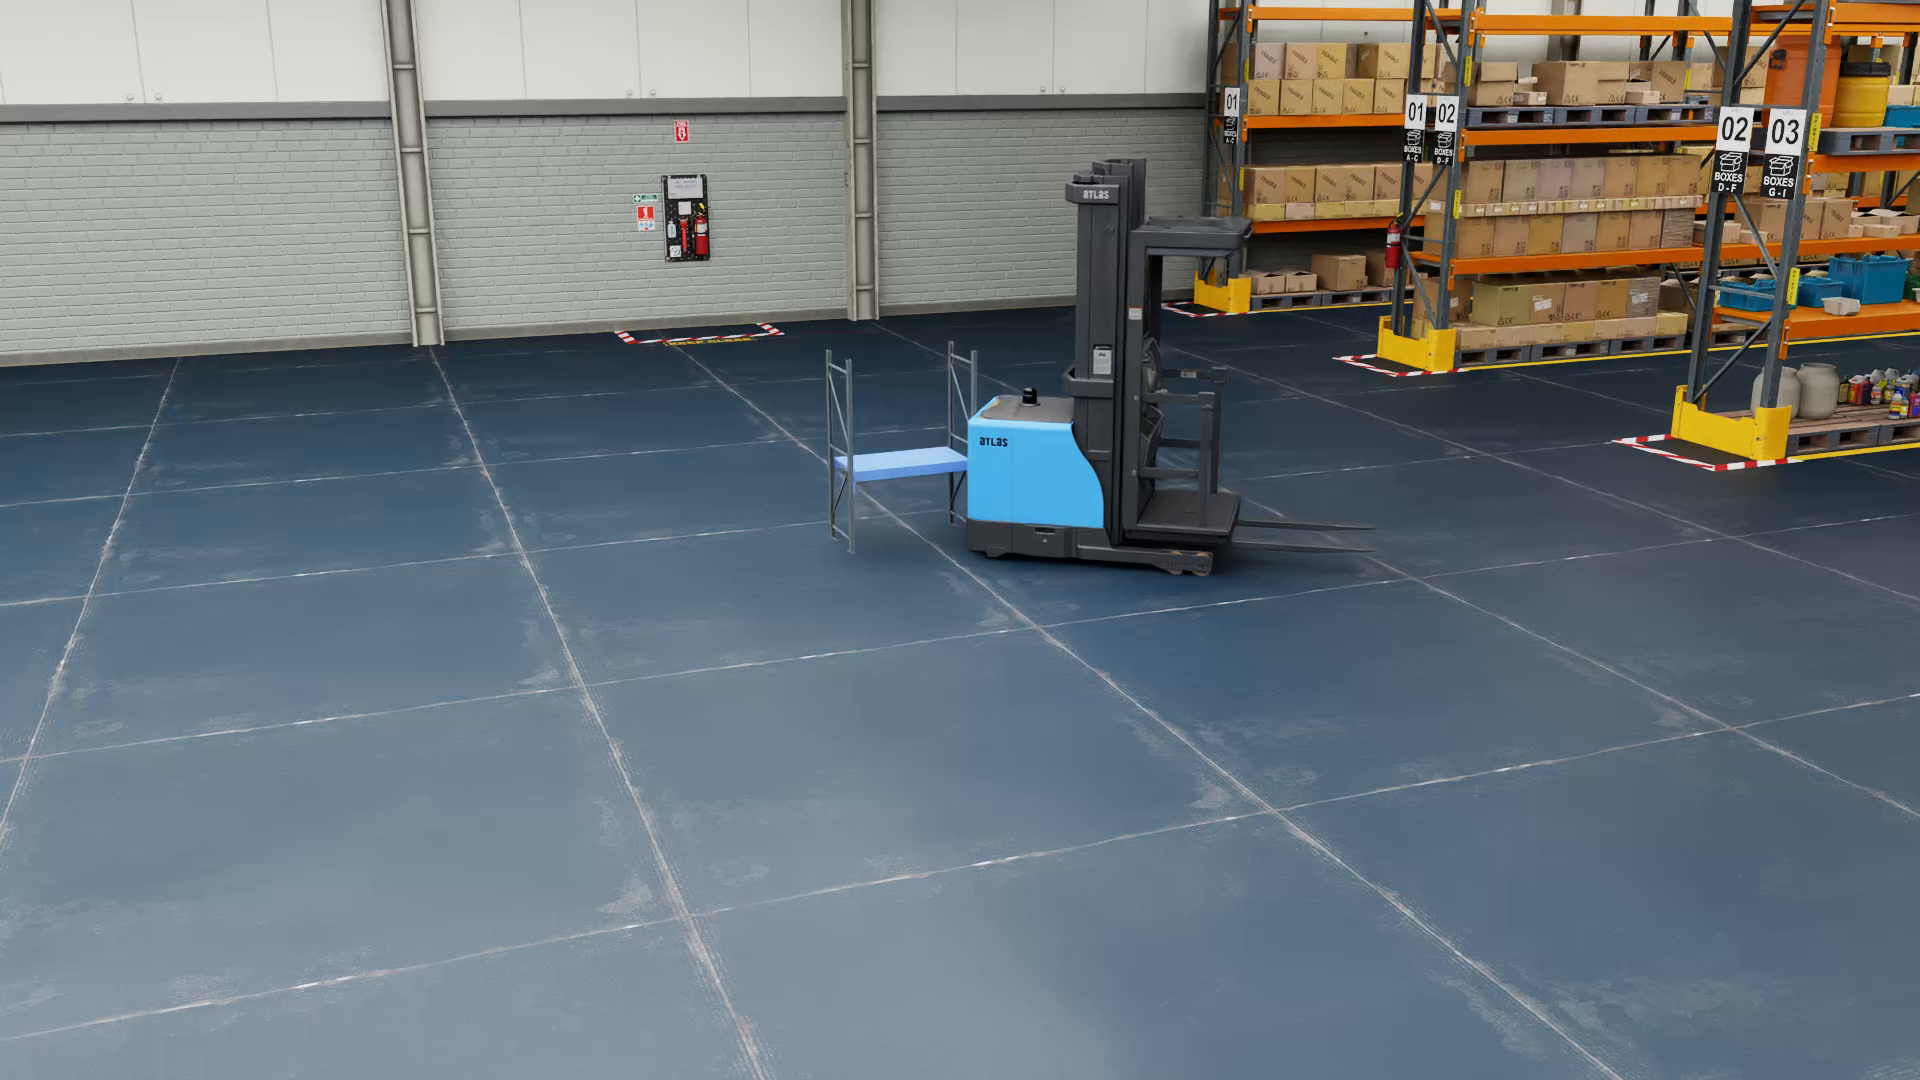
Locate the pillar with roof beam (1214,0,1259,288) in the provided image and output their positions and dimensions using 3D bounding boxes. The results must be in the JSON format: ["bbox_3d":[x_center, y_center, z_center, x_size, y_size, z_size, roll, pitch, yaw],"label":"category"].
[{"bbox_3d":[5.746,-6.979,20.893,0.400,9.000,9.100,-6,17,-20],"label":"pillar with roof beam"}]

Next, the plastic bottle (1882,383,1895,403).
[{"bbox_3d":[9.577,-1.520,17.137,0.097,0.201,0.097,0,16,0],"label":"plastic bottle"}]

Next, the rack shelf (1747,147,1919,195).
[{"bbox_3d":[9.274,-3.624,16.070,4.000,0.370,1.077,-6,17,-20],"label":"rack shelf"}]

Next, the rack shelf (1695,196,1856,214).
[{"bbox_3d":[13.200,-5.598,28.115,4.000,0.370,1.077,-6,17,-20],"label":"rack shelf"}]

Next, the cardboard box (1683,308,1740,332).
[{"bbox_3d":[9.838,-2.893,21.761,0.500,0.250,0.500,-7,18,-21],"label":"cardboard box"}]

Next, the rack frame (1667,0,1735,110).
[{"bbox_3d":[9.373,-6.914,20.671,0.127,3.000,1.000,-6,17,-20],"label":"rack frame"}]

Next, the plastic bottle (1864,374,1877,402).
[{"bbox_3d":[9.340,-1.566,17.159,0.135,0.276,0.152,-7,18,-22],"label":"plastic bottle"}]

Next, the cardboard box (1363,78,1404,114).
[{"bbox_3d":[6.233,-6.606,24.733,0.500,0.500,0.500,-7,18,-22],"label":"cardboard box"}]

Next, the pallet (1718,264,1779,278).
[{"bbox_3d":[13.233,-4.585,28.338,1.213,0.211,1.003,-6,17,-20],"label":"pallet"}]

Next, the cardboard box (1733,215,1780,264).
[{"bbox_3d":[13.678,-5.125,28.297,0.750,0.750,0.750,-6,17,-18],"label":"cardboard box"}]

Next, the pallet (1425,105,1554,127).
[{"bbox_3d":[6.307,-5.094,19.953,1.213,0.211,1.003,-6,17,-20],"label":"pallet"}]

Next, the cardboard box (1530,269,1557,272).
[{"bbox_3d":[9.234,-4.535,26.873,0.500,0.500,0.700,-6,17,-19],"label":"cardboard box"}]

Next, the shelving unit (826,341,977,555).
[{"bbox_3d":[-0.449,-0.729,12.920,1.048,1.500,0.538,-7,18,-22],"label":"shelving unit"}]

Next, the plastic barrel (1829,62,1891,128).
[{"bbox_3d":[8.426,-4.208,15.701,0.600,0.588,0.600,0,16,0],"label":"plastic barrel"}]

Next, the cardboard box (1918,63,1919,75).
[{"bbox_3d":[16.311,-8.173,28.295,0.500,0.500,0.500,-7,18,-21],"label":"cardboard box"}]

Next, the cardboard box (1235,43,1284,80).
[{"bbox_3d":[4.308,-6.887,23.915,0.500,0.500,0.500,-8,18,-24],"label":"cardboard box"}]

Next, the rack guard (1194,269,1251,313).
[{"bbox_3d":[3.933,-3.743,24.959,0.348,0.500,1.175,-6,17,-20],"label":"rack guard"}]

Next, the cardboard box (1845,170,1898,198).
[{"bbox_3d":[15.580,-6.339,28.830,0.700,0.700,0.980,-6,17,-19],"label":"cardboard box"}]

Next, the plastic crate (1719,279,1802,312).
[{"bbox_3d":[7.767,-2.386,16.165,0.616,0.251,0.499,-6,17,-20],"label":"plastic crate"}]

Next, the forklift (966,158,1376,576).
[{"bbox_3d":[1.618,-1.307,12.347,3.031,2.935,1.130,4,17,13],"label":"forklift"}]

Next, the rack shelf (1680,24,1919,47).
[{"bbox_3d":[11.241,-6.579,21.516,4.000,0.370,1.077,-6,17,-20],"label":"rack shelf"}]

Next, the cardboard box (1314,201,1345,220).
[{"bbox_3d":[5.389,-4.944,24.842,0.500,0.250,0.500,-6,18,-21],"label":"cardboard box"}]

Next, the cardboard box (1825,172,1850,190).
[{"bbox_3d":[14.726,-6.232,28.257,0.500,0.500,0.500,-6,18,-21],"label":"cardboard box"}]

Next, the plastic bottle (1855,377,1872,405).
[{"bbox_3d":[9.249,-1.527,17.015,0.133,0.283,0.061,-6,17,-20],"label":"plastic bottle"}]

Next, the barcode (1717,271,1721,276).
[{"bbox_3d":[9.760,-3.424,21.386,0.075,0.075,0.001,-6,17,-20],"label":"barcode"}]

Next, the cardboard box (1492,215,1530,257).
[{"bbox_3d":[6.567,-3.778,20.463,0.500,0.500,0.700,-6,17,-19],"label":"cardboard box"}]

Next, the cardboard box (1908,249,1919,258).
[{"bbox_3d":[16.753,-5.297,29.502,0.500,0.500,0.700,-6,17,-19],"label":"cardboard box"}]

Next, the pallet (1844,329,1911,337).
[{"bbox_3d":[12.326,-3.028,23.035,1.213,0.211,1.003,-6,17,-20],"label":"pallet"}]

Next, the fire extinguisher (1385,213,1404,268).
[{"bbox_3d":[5.361,-3.705,20.530,0.183,0.674,0.296,-6,17,-20],"label":"fire extinguisher"}]

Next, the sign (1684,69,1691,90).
[{"bbox_3d":[11.524,-7.286,26.345,0.005,0.325,0.100,-6,17,-20],"label":"sign"}]

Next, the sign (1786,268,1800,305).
[{"bbox_3d":[7.600,-2.316,15.171,0.005,0.325,0.100,-6,17,-20],"label":"sign"}]

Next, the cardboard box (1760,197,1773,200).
[{"bbox_3d":[13.399,-5.785,27.885,0.250,0.149,0.380,-6,17,-18],"label":"cardboard box"}]

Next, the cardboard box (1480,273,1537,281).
[{"bbox_3d":[6.961,-3.111,21.173,0.500,0.500,0.500,-6,17,-20],"label":"cardboard box"}]

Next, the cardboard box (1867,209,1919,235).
[{"bbox_3d":[12.753,-4.371,22.817,0.500,0.311,0.500,-5,17,-17],"label":"cardboard box"}]

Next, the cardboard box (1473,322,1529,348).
[{"bbox_3d":[6.684,-2.561,20.631,0.500,0.250,0.500,-6,17,-20],"label":"cardboard box"}]

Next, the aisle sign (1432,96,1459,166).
[{"bbox_3d":[5.686,-4.792,19.480,0.004,0.787,0.394,-6,17,-20],"label":"aisle sign"}]

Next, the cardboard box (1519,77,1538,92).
[{"bbox_3d":[7.138,-5.539,20.477,0.500,0.311,0.500,-4,17,-14],"label":"cardboard box"}]

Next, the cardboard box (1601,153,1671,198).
[{"bbox_3d":[8.490,-4.608,20.987,0.500,0.500,0.700,-6,17,-20],"label":"cardboard box"}]

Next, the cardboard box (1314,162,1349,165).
[{"bbox_3d":[5.651,-5.488,25.364,0.500,0.500,0.500,-6,17,-19],"label":"cardboard box"}]

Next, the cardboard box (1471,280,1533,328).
[{"bbox_3d":[6.684,-2.921,20.524,0.500,0.500,0.500,-6,17,-20],"label":"cardboard box"}]

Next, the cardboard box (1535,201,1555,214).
[{"bbox_3d":[7.045,-4.079,20.336,0.250,0.149,0.380,-7,18,-22],"label":"cardboard box"}]

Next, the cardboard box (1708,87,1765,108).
[{"bbox_3d":[9.952,-5.664,21.259,0.500,0.250,0.500,-4,17,-14],"label":"cardboard box"}]

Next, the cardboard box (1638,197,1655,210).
[{"bbox_3d":[8.476,-4.233,20.860,0.250,0.149,0.380,-6,17,-20],"label":"cardboard box"}]

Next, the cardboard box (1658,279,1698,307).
[{"bbox_3d":[9.649,-3.303,22.162,0.500,0.311,0.500,-6,17,-20],"label":"cardboard box"}]

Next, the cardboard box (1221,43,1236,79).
[{"bbox_3d":[4.171,-7.024,24.382,0.500,0.500,0.500,-5,17,-18],"label":"cardboard box"}]

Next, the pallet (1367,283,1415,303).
[{"bbox_3d":[6.983,-3.924,26.084,1.213,0.211,1.003,-6,17,-20],"label":"pallet"}]

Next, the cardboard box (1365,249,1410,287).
[{"bbox_3d":[6.642,-4.235,25.852,0.500,0.500,0.500,-8,18,-24],"label":"cardboard box"}]

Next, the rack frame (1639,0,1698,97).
[{"bbox_3d":[11.332,-8.620,26.482,0.127,3.000,1.000,-6,17,-20],"label":"rack frame"}]

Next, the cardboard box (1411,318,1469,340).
[{"bbox_3d":[6.033,-2.646,20.921,0.500,0.250,0.500,-6,17,-20],"label":"cardboard box"}]

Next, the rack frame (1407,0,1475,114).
[{"bbox_3d":[5.638,-6.511,19.298,0.127,3.000,1.000,-6,17,-20],"label":"rack frame"}]

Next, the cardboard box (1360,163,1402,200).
[{"bbox_3d":[6.328,-5.407,25.087,0.500,0.500,0.500,-7,18,-22],"label":"cardboard box"}]
